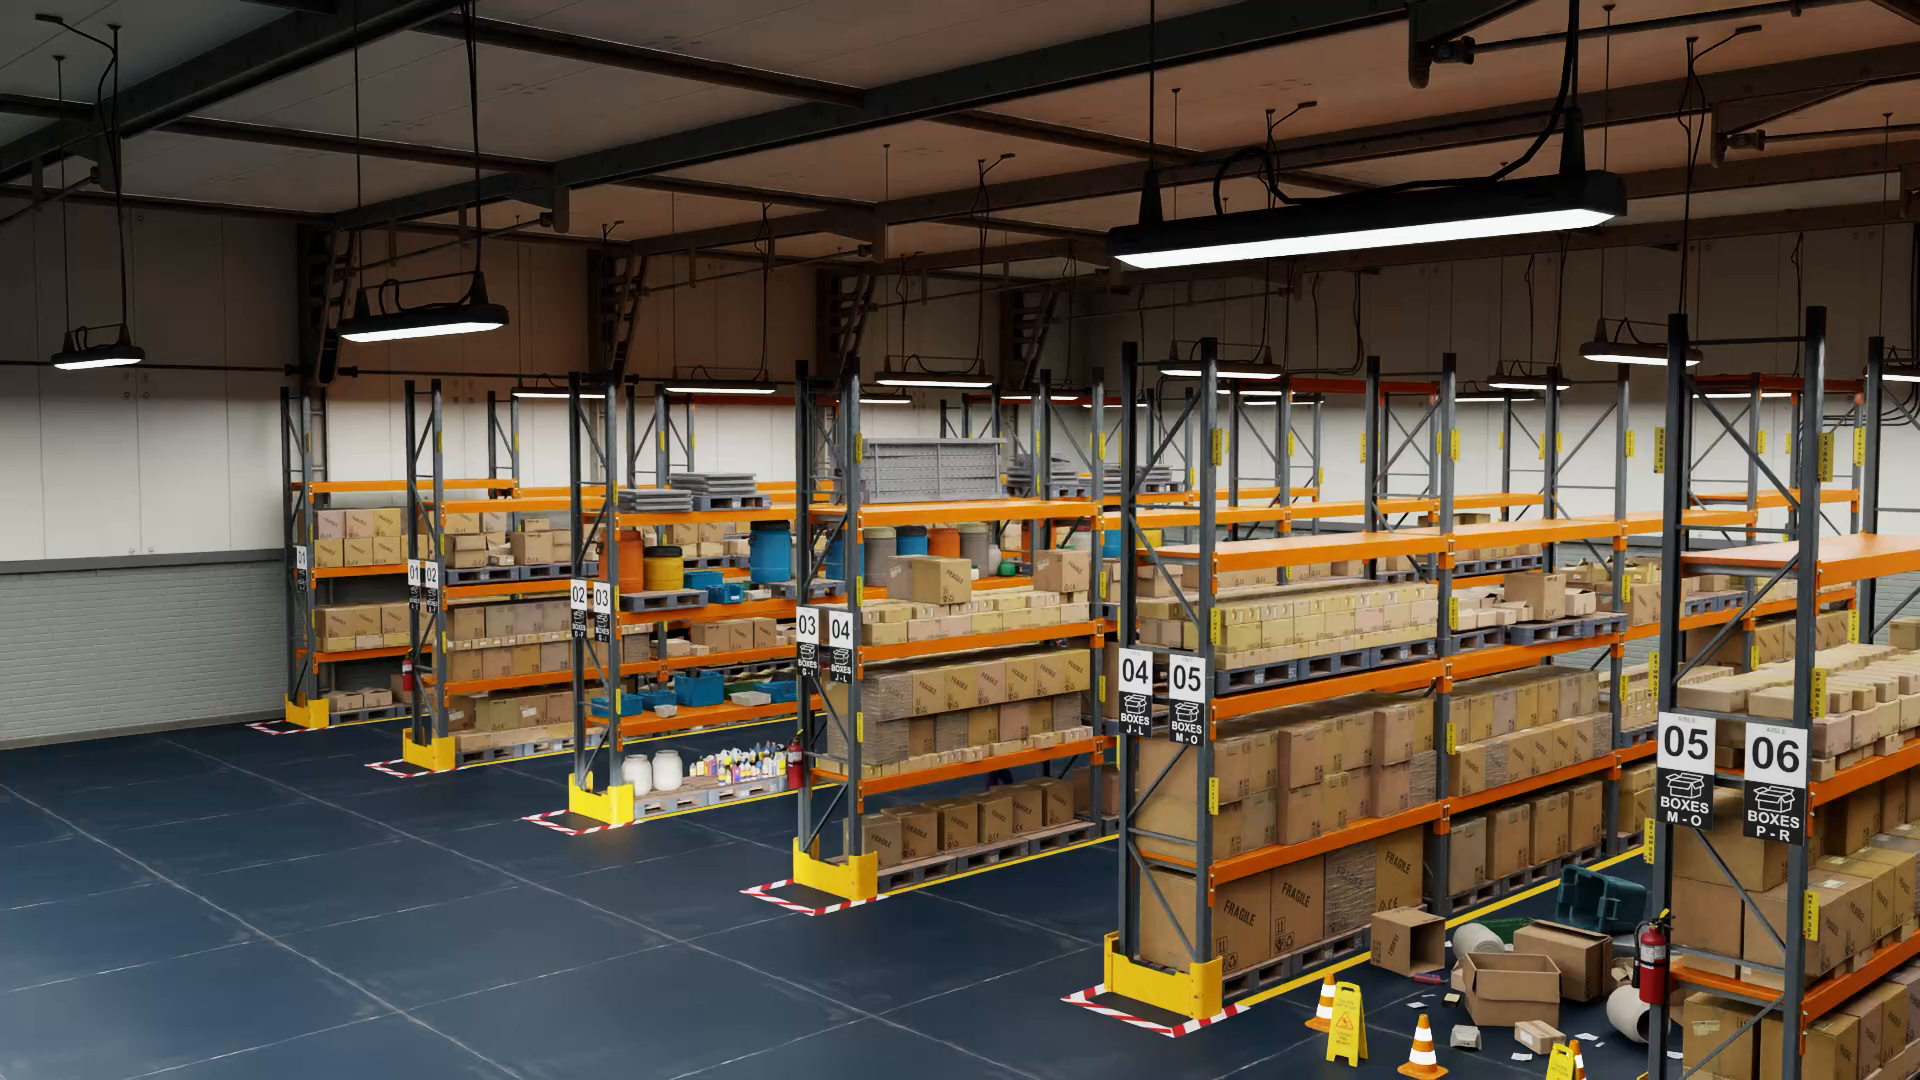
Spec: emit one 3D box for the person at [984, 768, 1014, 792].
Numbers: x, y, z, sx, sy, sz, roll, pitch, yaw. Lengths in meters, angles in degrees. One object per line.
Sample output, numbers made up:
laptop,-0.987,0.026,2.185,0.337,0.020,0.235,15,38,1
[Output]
person,0.460,2.873,23.135,0.922,1.577,0.514,-2,4,-34
